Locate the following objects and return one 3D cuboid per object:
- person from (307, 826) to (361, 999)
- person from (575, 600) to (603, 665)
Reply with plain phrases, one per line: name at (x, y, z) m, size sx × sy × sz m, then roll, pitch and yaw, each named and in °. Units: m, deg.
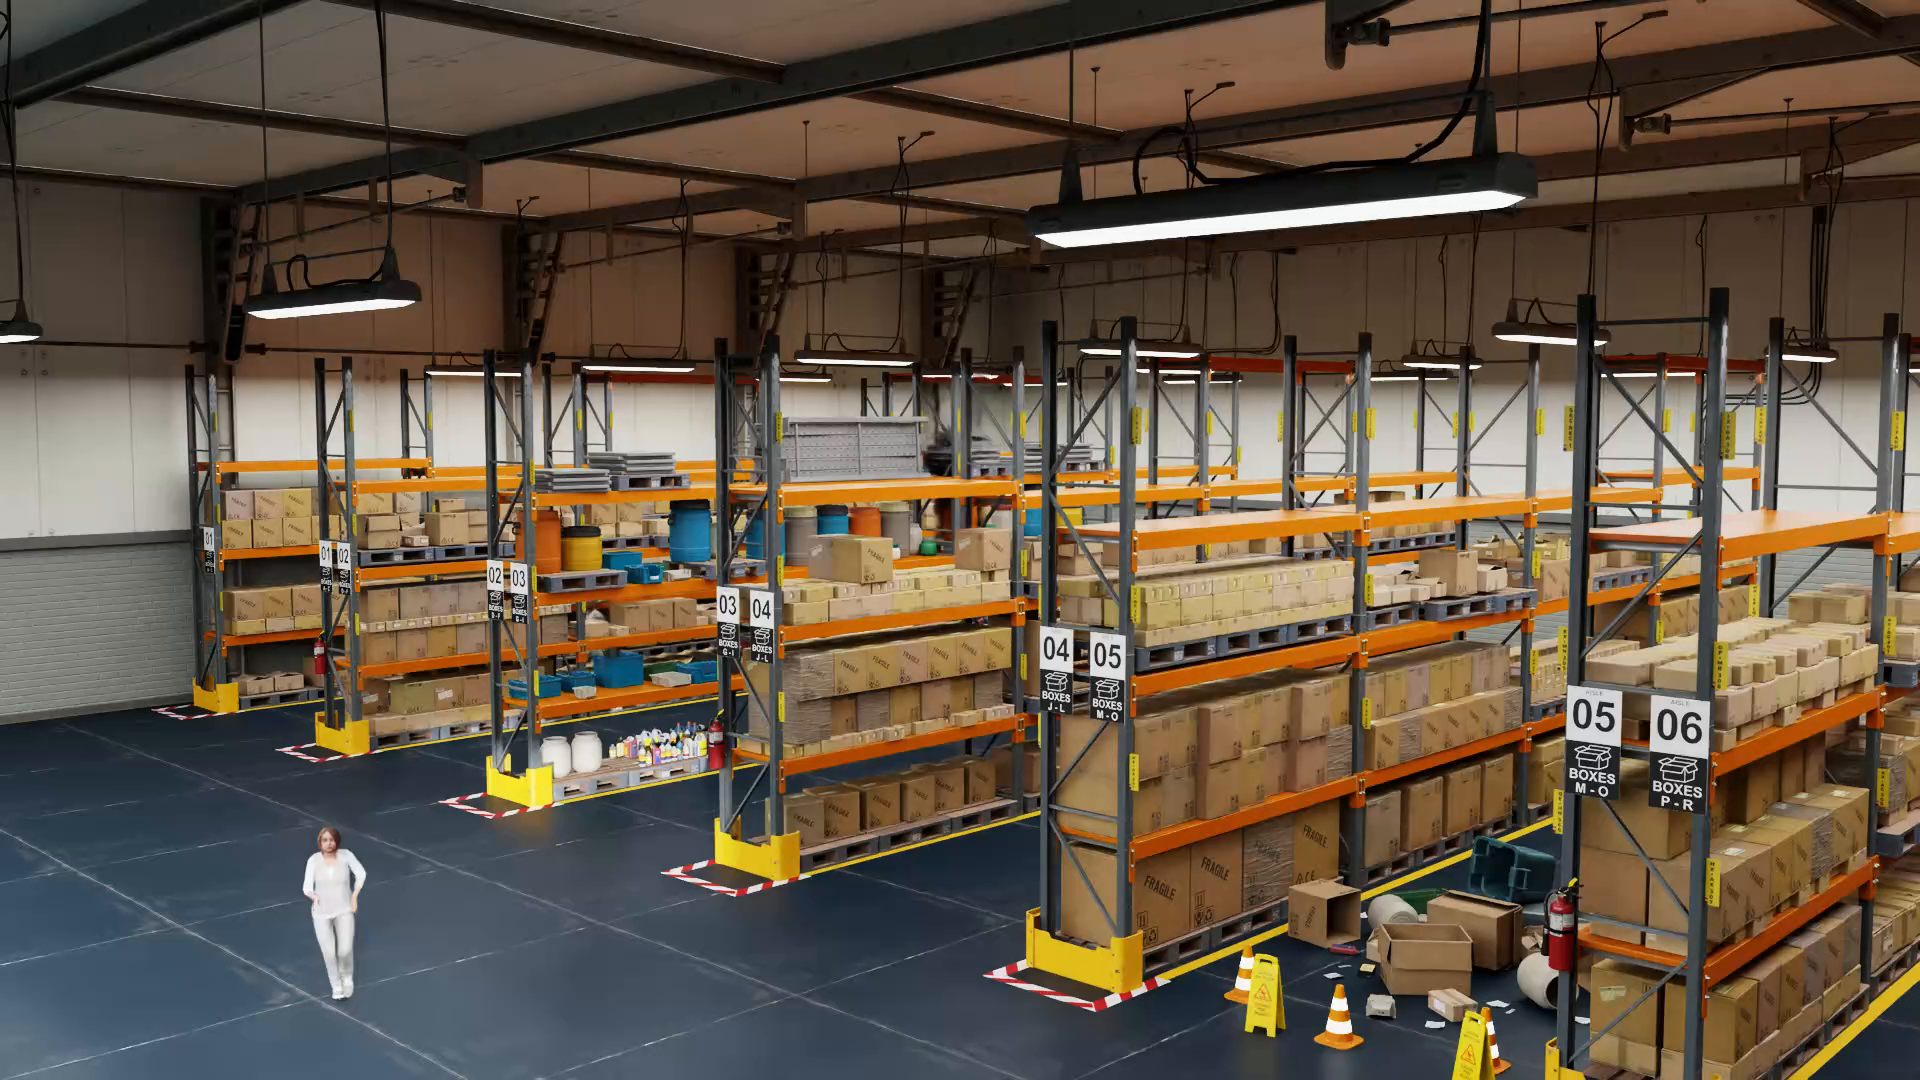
person at (-5.450, 3.264, 14.475) m, size 0.475 × 1.558 × 0.586 m, roll -1°, pitch 5°, yaw -16°
person at (-6.752, 1.921, 30.541) m, size 0.634 × 1.840 × 0.826 m, roll 4°, pitch 6°, yaw 40°
